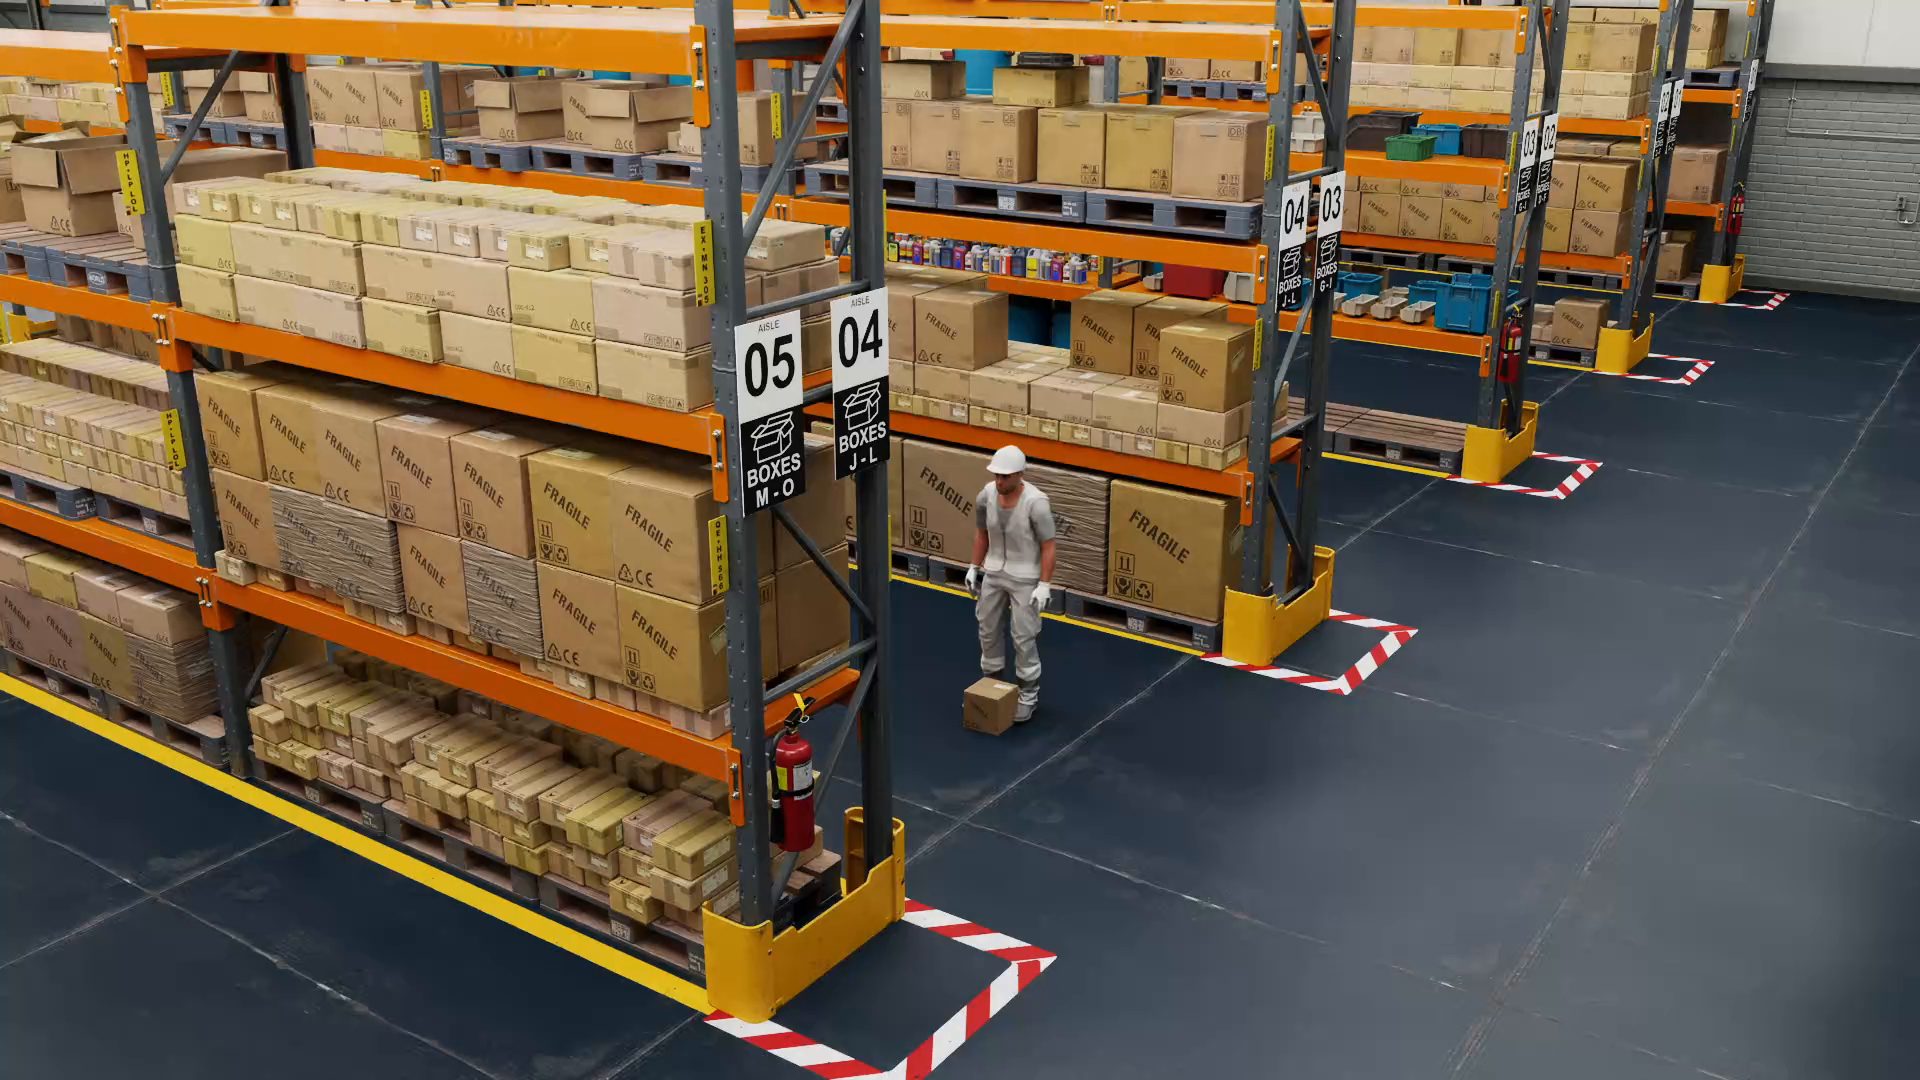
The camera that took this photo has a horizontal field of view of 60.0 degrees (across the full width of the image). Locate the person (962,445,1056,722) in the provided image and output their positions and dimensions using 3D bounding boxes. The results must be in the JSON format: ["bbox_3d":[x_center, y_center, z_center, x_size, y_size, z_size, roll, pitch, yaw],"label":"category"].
[{"bbox_3d":[0.309,0.255,10.330,0.608,1.780,0.448,13,23,32],"label":"person"}]
